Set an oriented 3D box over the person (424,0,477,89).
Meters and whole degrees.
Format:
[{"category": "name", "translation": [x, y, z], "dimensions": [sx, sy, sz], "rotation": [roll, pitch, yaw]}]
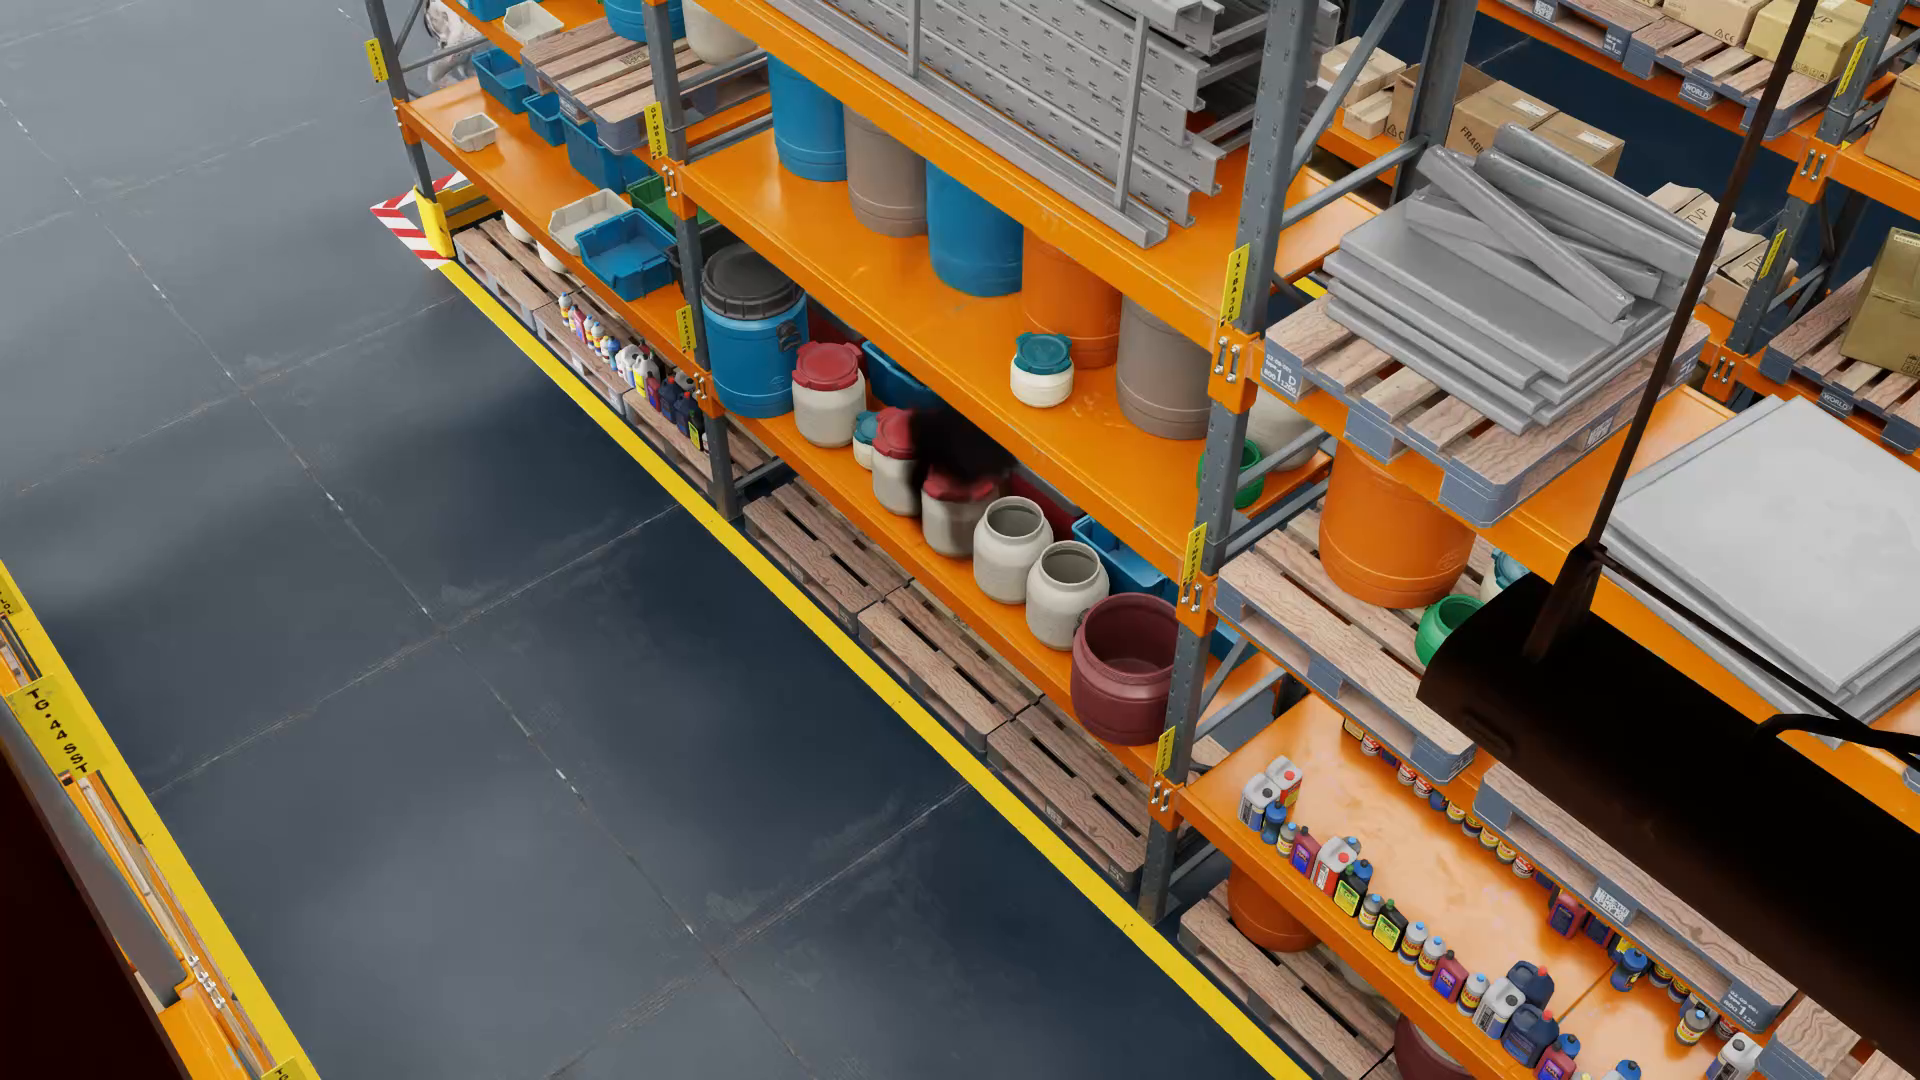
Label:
[{"category": "person", "translation": [-4.214, -4.122, 13.764], "dimensions": [0.550, 1.634, 0.675], "rotation": [3, 47, 2]}]
